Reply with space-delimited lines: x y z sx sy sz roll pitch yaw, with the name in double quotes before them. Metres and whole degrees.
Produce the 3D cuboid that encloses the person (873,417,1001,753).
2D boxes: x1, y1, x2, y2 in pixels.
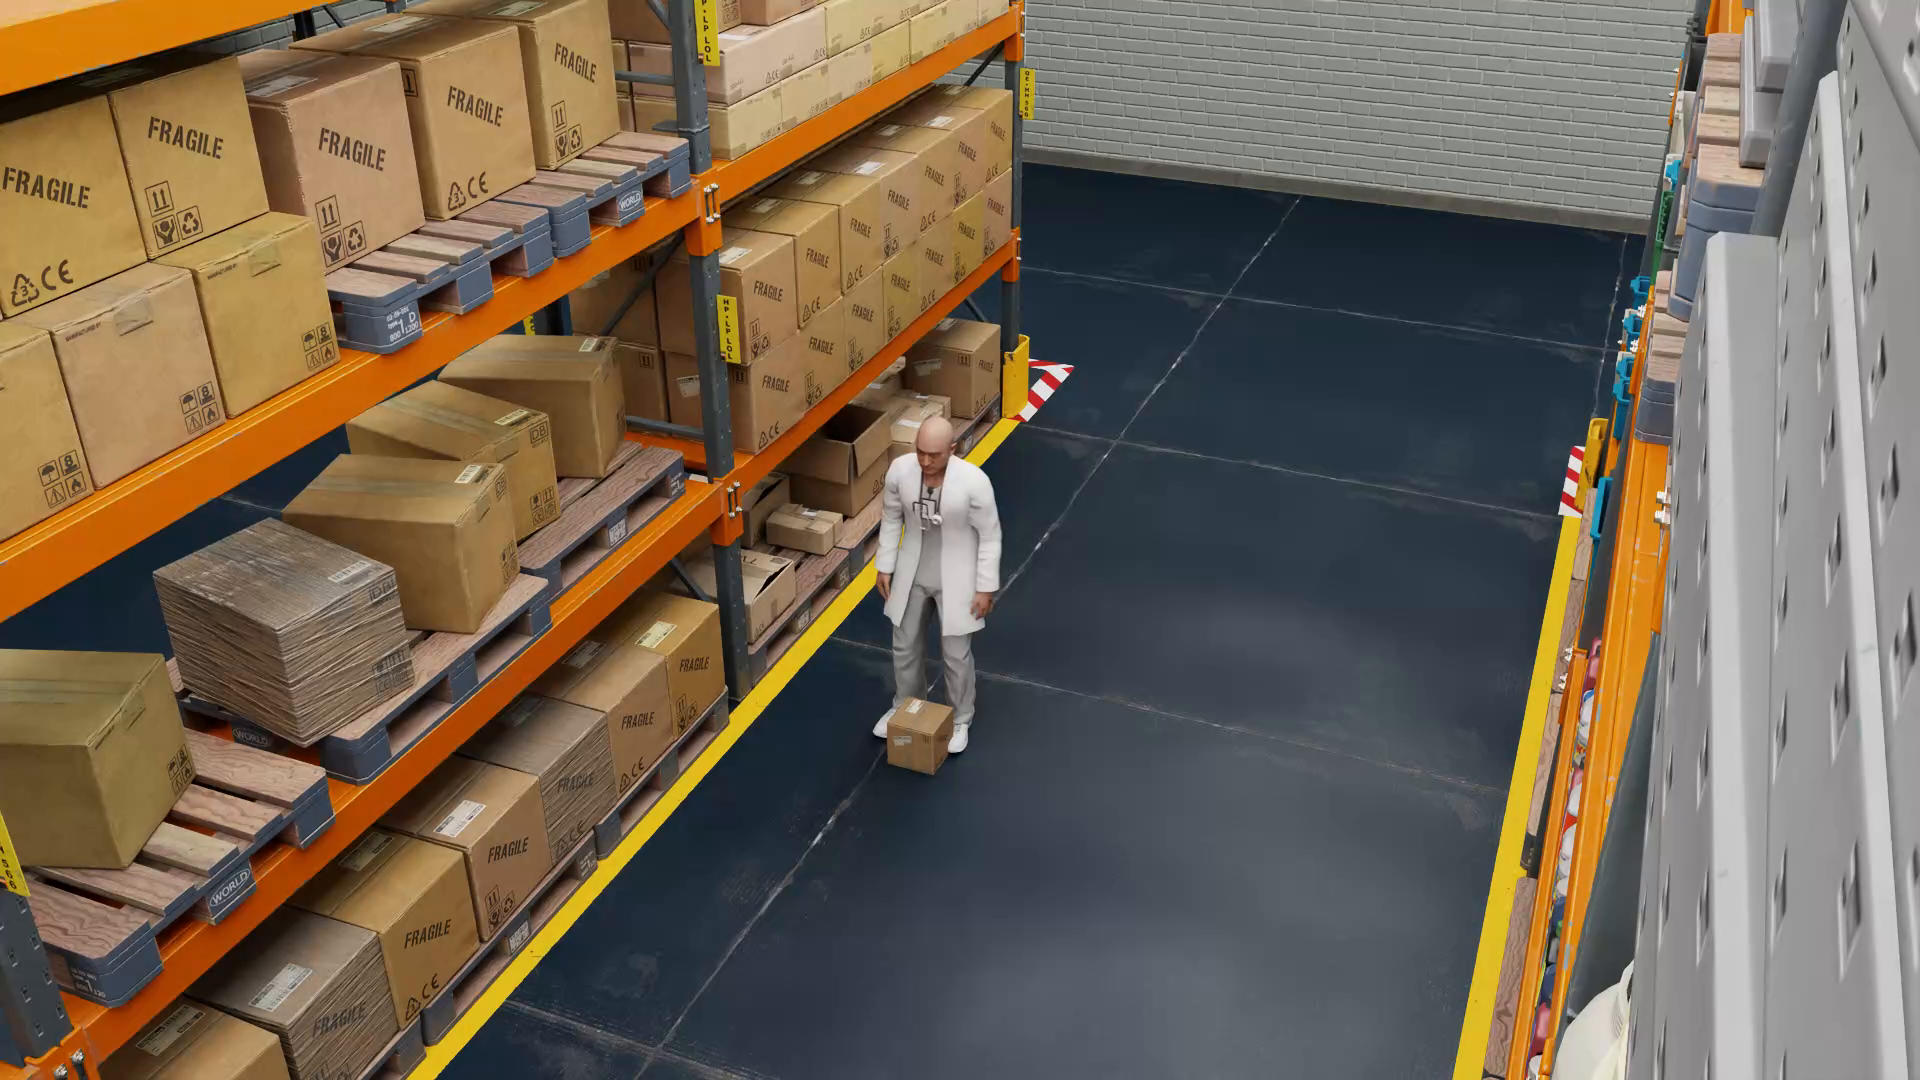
"person" -0.114 0.193 8.074 0.647 1.774 0.418 11 31 19
